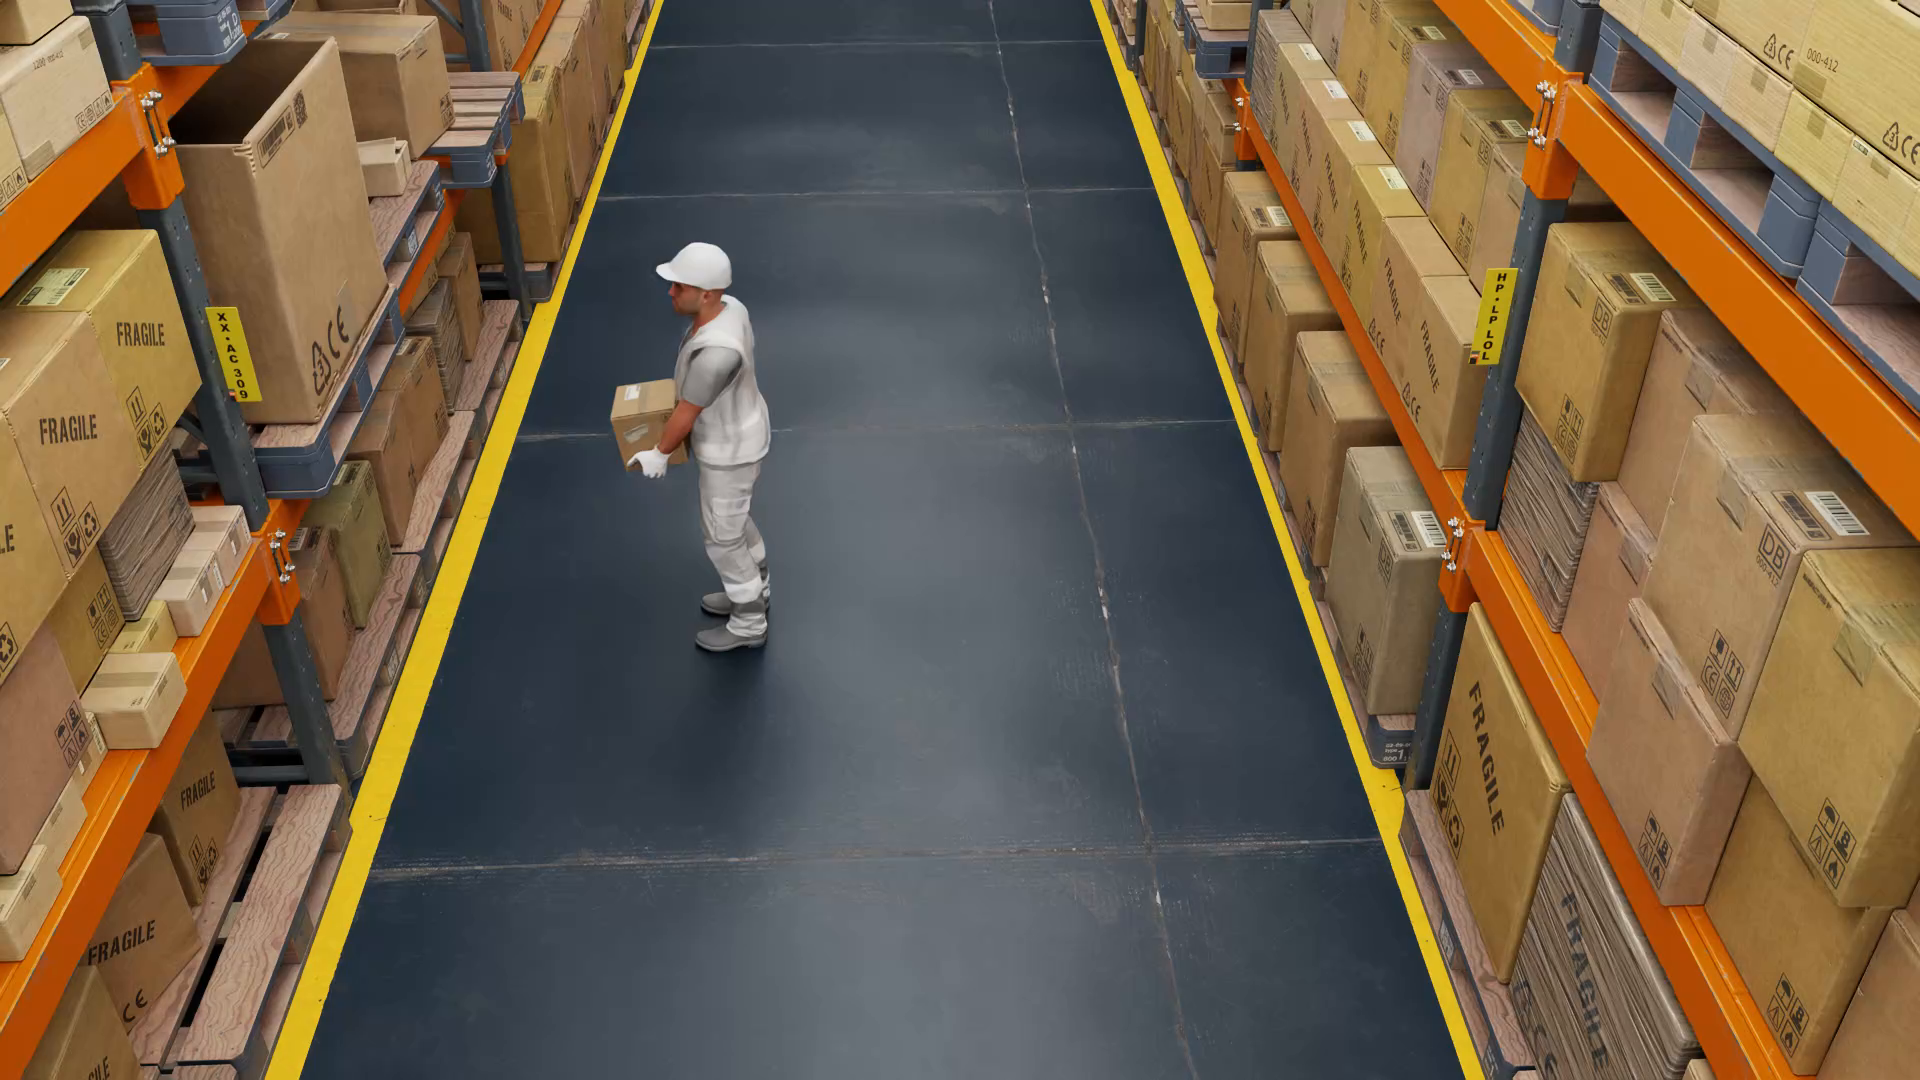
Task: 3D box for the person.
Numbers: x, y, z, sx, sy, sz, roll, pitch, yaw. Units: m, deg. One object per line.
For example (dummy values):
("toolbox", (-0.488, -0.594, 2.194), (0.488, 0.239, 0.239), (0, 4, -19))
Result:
("person", (-1.033, -0.356, 6.636), (0.560, 1.784, 0.495), (-2, 35, -3))
